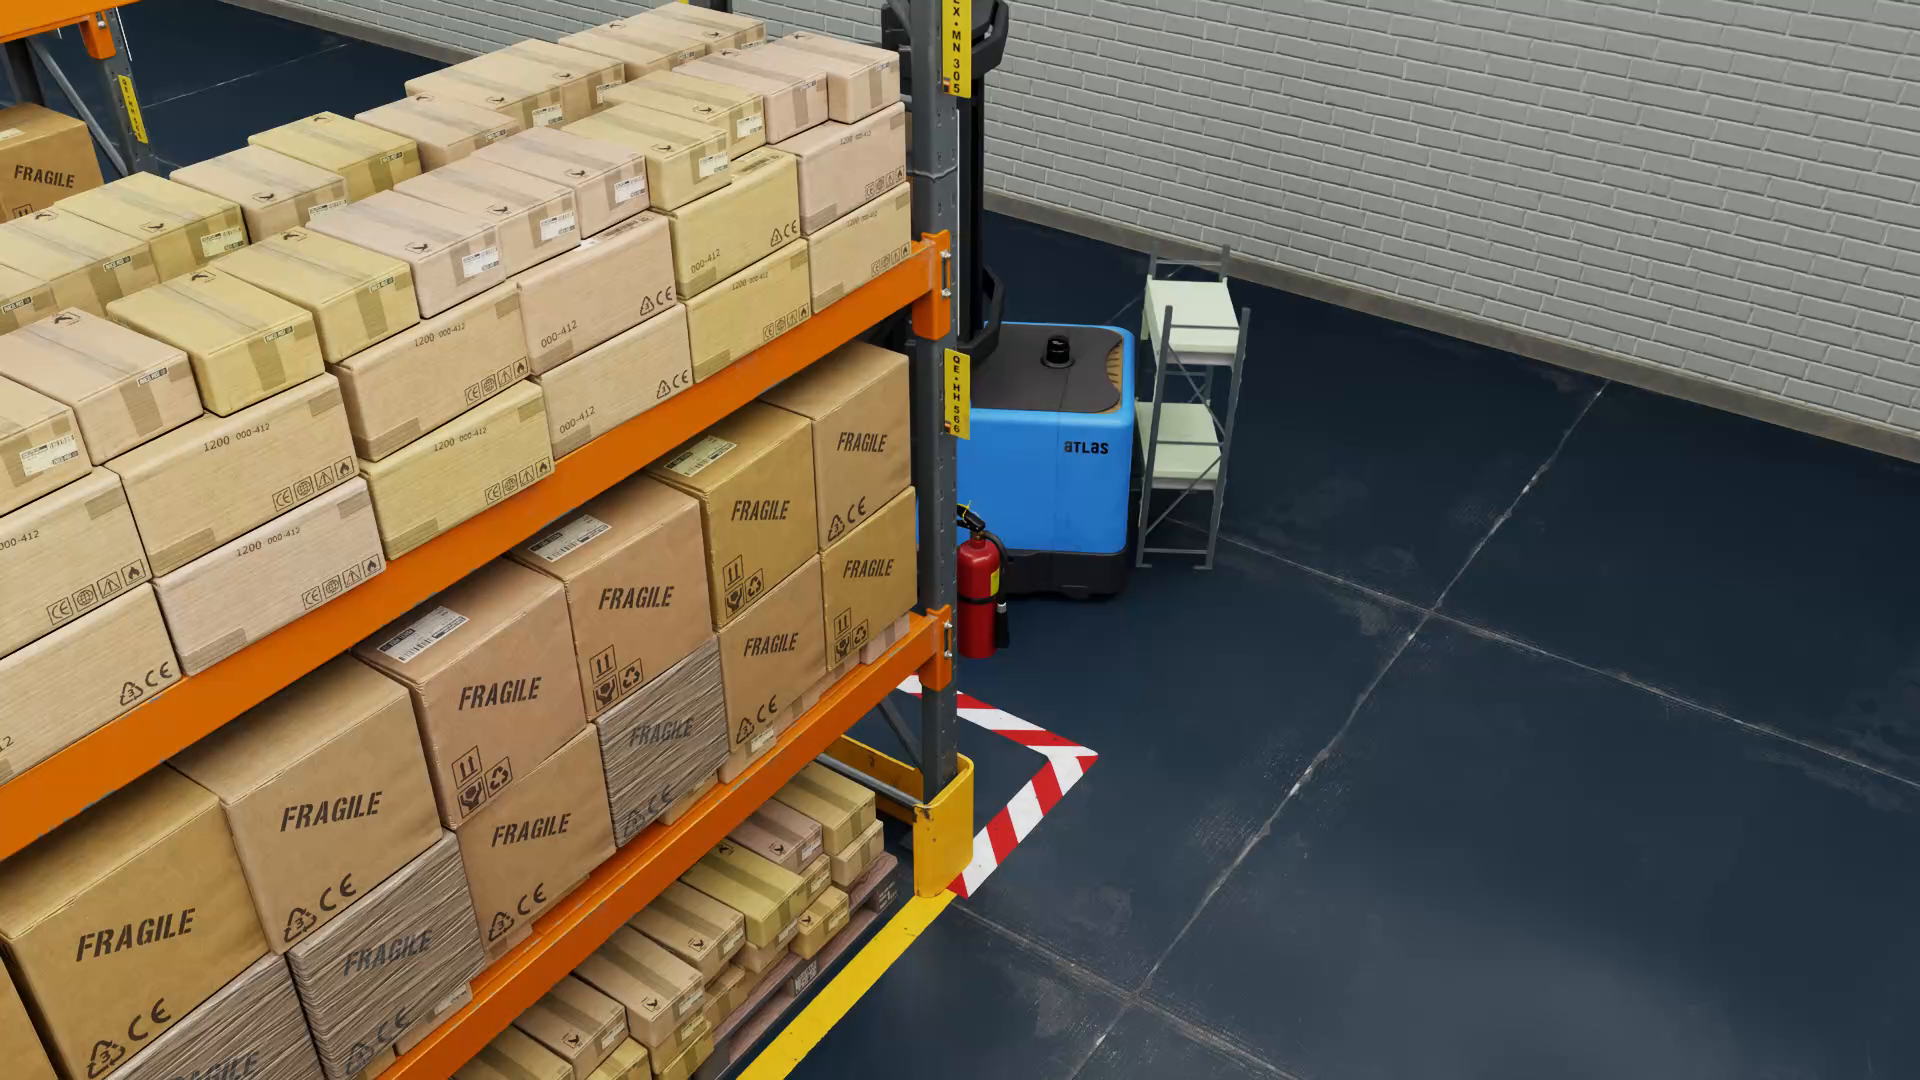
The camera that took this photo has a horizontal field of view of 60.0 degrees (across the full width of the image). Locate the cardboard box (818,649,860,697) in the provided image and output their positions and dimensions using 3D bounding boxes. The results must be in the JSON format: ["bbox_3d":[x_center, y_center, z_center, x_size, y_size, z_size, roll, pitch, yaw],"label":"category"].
[{"bbox_3d":[-0.581,0.376,5.916,0.380,0.149,0.250,21,39,28],"label":"cardboard box"}]

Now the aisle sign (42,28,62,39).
[{"bbox_3d":[-4.677,-2.907,8.226,0.394,0.787,0.004,21,39,28],"label":"aisle sign"}]

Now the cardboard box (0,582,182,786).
[{"bbox_3d":[-1.976,0.228,3.368,0.500,0.250,0.500,21,39,27],"label":"cardboard box"}]

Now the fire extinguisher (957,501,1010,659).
[{"bbox_3d":[0.069,0.147,6.432,0.296,0.674,0.183,21,39,28],"label":"fire extinguisher"}]

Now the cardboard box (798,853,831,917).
[{"bbox_3d":[-0.714,1.250,6.304,0.380,0.149,0.250,20,39,27],"label":"cardboard box"}]

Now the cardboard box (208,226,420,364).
[{"bbox_3d":[-1.443,-0.553,3.720,0.380,0.149,0.250,20,39,27],"label":"cardboard box"}]

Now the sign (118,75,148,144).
[{"bbox_3d":[-4.033,-2.099,8.107,0.100,0.325,0.005,21,39,28],"label":"sign"}]

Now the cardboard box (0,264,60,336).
[{"bbox_3d":[-2.193,-0.496,3.635,0.380,0.149,0.250,20,39,26],"label":"cardboard box"}]

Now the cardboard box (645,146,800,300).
[{"bbox_3d":[-0.798,-0.929,4.632,0.500,0.250,0.500,20,39,27],"label":"cardboard box"}]

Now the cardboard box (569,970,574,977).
[{"bbox_3d":[-1.542,1.457,5.998,0.380,0.149,0.250,19,39,26],"label":"cardboard box"}]

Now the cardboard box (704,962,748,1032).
[{"bbox_3d":[-0.998,1.608,6.040,0.380,0.149,0.250,22,40,29],"label":"cardboard box"}]

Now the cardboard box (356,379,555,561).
[{"bbox_3d":[-1.362,-0.245,4.067,0.500,0.250,0.500,23,40,30],"label":"cardboard box"}]

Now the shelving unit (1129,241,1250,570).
[{"bbox_3d":[1.146,-0.683,8.581,0.431,1.500,0.755,2,34,-1],"label":"shelving unit"}]

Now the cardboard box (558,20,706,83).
[{"bbox_3d":[-0.986,-1.435,5.024,0.380,0.149,0.250,23,40,30],"label":"cardboard box"}]

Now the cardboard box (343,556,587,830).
[{"bbox_3d":[-1.388,0.360,4.468,0.500,0.500,0.500,20,39,27],"label":"cardboard box"}]

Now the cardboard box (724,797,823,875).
[{"bbox_3d":[-0.738,1.112,6.243,0.380,0.149,0.250,22,40,29],"label":"cardboard box"}]

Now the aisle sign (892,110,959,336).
[{"bbox_3d":[-0.166,-1.085,5.532,0.394,0.787,0.004,21,39,28],"label":"aisle sign"}]

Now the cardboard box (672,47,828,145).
[{"bbox_3d":[-0.606,-1.287,4.806,0.380,0.149,0.250,22,40,29],"label":"cardboard box"}]

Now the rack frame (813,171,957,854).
[{"bbox_3d":[-0.454,-0.071,6.352,1.000,3.000,0.127,21,39,28],"label":"rack frame"}]

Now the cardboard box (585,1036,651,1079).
[{"bbox_3d":[-1.262,1.741,5.577,0.380,0.149,0.250,23,41,30],"label":"cardboard box"}]

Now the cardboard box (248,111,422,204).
[{"bbox_3d":[-1.629,-0.979,4.349,0.380,0.149,0.250,23,40,30],"label":"cardboard box"}]

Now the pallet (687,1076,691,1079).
[{"bbox_3d":[-1.686,2.041,5.719,1.003,0.211,1.213,21,39,28],"label":"pallet"}]

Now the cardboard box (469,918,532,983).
[{"bbox_3d":[-1.479,1.089,4.862,0.380,0.149,0.250,23,40,30],"label":"cardboard box"}]

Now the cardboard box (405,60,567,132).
[{"bbox_3d":[-1.340,-1.222,4.709,0.380,0.149,0.250,22,40,29],"label":"cardboard box"}]

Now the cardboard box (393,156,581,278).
[{"bbox_3d":[-1.159,-0.797,4.081,0.380,0.149,0.250,22,40,29],"label":"cardboard box"}]

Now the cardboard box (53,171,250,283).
[{"bbox_3d":[-1.937,-0.740,3.997,0.380,0.149,0.250,21,39,27],"label":"cardboard box"}]

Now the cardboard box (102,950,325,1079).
[{"bbox_3d":[-1.969,1.228,4.077,0.500,0.500,0.500,21,39,28],"label":"cardboard box"}]

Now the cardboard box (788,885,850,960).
[{"bbox_3d":[-0.646,1.396,6.354,0.380,0.149,0.250,23,40,30],"label":"cardboard box"}]

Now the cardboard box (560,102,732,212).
[{"bbox_3d":[-0.831,-1.020,4.410,0.380,0.149,0.250,22,40,29],"label":"cardboard box"}]

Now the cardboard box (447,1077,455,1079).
[{"bbox_3d":[-1.629,1.828,5.183,0.380,0.149,0.250,20,39,26],"label":"cardboard box"}]

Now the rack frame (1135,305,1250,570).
[{"bbox_3d":[1.143,-0.478,8.278,0.400,1.500,0.023,2,34,-1],"label":"rack frame"}]

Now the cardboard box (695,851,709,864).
[{"bbox_3d":[-1.098,1.222,6.611,0.380,0.149,0.250,21,39,28],"label":"cardboard box"}]

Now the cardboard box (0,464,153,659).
[{"bbox_3d":[-1.975,0.010,3.243,0.500,0.250,0.500,21,39,28],"label":"cardboard box"}]

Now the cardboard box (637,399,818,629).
[{"bbox_3d":[-0.800,-0.126,5.187,0.500,0.500,0.500,20,39,27],"label":"cardboard box"}]

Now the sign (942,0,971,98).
[{"bbox_3d":[-0.010,-1.493,4.988,0.100,0.325,0.005,21,39,28],"label":"sign"}]

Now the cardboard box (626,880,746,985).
[{"bbox_3d":[-0.981,1.371,5.860,0.380,0.149,0.250,20,39,26],"label":"cardboard box"}]

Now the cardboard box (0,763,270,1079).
[{"bbox_3d":[-1.994,0.818,3.791,0.500,0.500,0.500,20,39,27],"label":"cardboard box"}]

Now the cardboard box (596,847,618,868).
[{"bbox_3d":[-1.215,0.838,5.232,0.380,0.149,0.250,20,39,26],"label":"cardboard box"}]

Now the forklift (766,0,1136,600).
[{"bbox_3d":[-0.626,-1.248,8.154,3.031,2.935,1.130,3,34,5],"label":"forklift"}]

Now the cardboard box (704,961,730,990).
[{"bbox_3d":[-1.053,1.478,5.967,0.380,0.149,0.250,21,39,28],"label":"cardboard box"}]

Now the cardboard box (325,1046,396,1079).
[{"bbox_3d":[-1.752,1.348,4.479,0.380,0.149,0.250,22,40,29],"label":"cardboard box"}]

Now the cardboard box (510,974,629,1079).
[{"bbox_3d":[-1.330,1.598,5.524,0.380,0.149,0.250,20,39,27],"label":"cardboard box"}]

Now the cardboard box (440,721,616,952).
[{"bbox_3d":[-1.371,0.752,4.781,0.500,0.500,0.500,23,41,30],"label":"cardboard box"}]

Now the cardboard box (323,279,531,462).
[{"bbox_3d":[-1.390,-0.466,3.947,0.500,0.250,0.500,19,39,26],"label":"cardboard box"}]

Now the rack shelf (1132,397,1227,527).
[{"bbox_3d":[1.133,-0.413,8.764,0.431,0.370,0.720,2,34,-1],"label":"rack shelf"}]

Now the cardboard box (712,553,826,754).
[{"bbox_3d":[-0.797,0.289,5.466,0.500,0.500,0.500,21,39,27],"label":"cardboard box"}]

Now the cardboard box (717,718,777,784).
[{"bbox_3d":[-0.838,0.621,5.553,0.380,0.149,0.250,22,40,29],"label":"cardboard box"}]

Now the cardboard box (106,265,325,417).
[{"bbox_3d":[-1.581,-0.428,3.536,0.380,0.149,0.250,23,41,30],"label":"cardboard box"}]

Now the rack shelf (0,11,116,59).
[{"bbox_3d":[-5.612,-1.725,6.764,1.077,0.370,4.000,21,39,28],"label":"rack shelf"}]

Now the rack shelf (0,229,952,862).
[{"bbox_3d":[-1.595,-0.095,4.352,1.077,0.370,4.000,21,39,28],"label":"rack shelf"}]

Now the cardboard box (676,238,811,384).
[{"bbox_3d":[-0.781,-0.720,4.769,0.500,0.250,0.500,21,39,28],"label":"cardboard box"}]

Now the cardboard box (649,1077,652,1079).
[{"bbox_3d":[-1.264,1.865,5.661,0.380,0.149,0.250,22,40,29],"label":"cardboard box"}]
